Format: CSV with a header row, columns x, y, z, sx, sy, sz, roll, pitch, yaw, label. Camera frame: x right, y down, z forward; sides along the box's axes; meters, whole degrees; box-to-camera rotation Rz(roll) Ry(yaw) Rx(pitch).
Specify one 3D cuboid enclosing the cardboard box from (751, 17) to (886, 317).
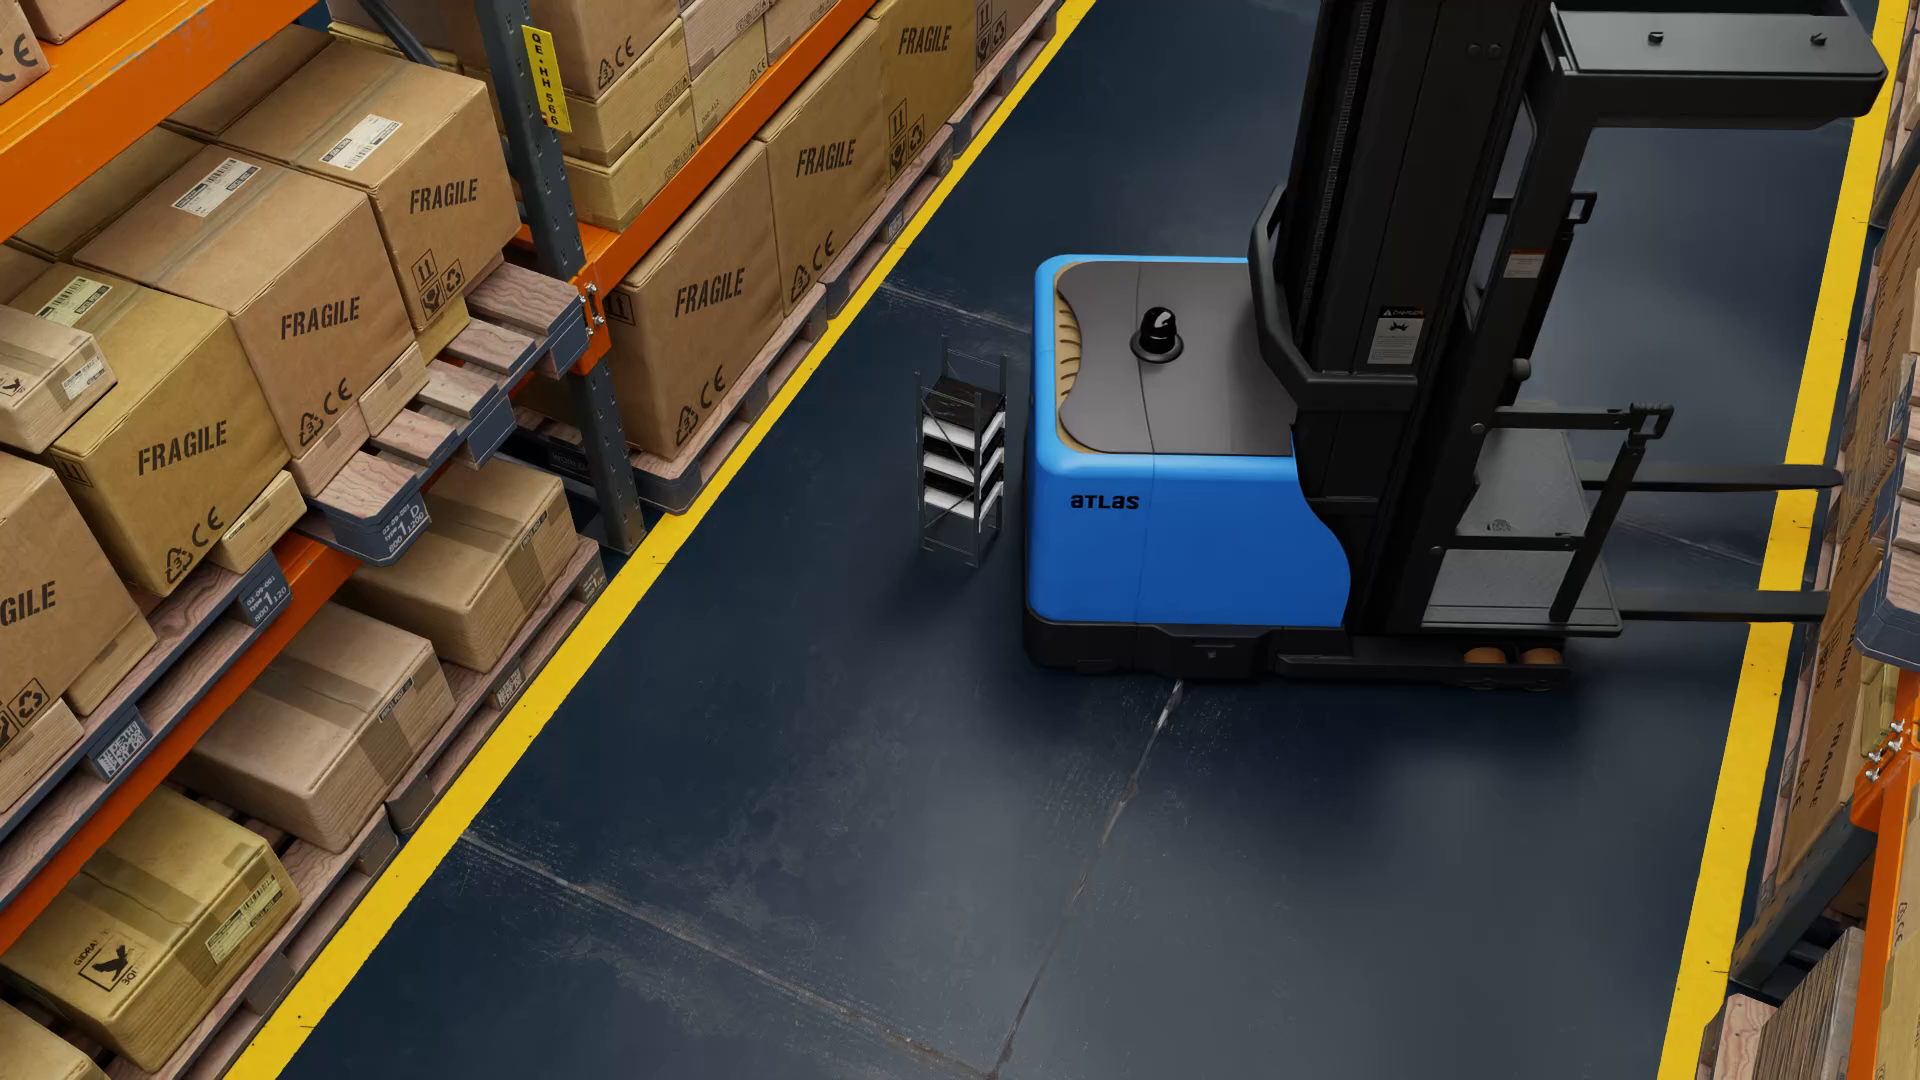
x,y,z,sx,sy,sz,roll,pitch,yaw,label
-0.902,-1.621,6.779,0.875,0.875,0.875,20,53,17,cardboard box

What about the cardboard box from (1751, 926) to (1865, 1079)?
x,y,z,sx,sy,sz,roll,pitch,yaw,label
2.554,1.559,4.238,0.875,0.625,0.625,21,53,17,cardboard box

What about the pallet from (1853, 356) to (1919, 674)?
x,y,z,sx,sy,sz,roll,pitch,yaw,label
3.059,0.073,4.345,1.213,0.211,1.003,20,52,16,pallet

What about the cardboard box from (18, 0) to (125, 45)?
x,y,z,sx,sy,sz,roll,pitch,yaw,label
-2.071,-1.467,3.494,0.700,0.500,0.500,20,52,16,cardboard box

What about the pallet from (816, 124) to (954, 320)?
x,y,z,sx,sy,sz,roll,pitch,yaw,label
-0.729,-1.564,7.442,1.003,0.211,1.213,20,52,16,pallet

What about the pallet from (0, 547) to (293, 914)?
x,y,z,sx,sy,sz,roll,pitch,yaw,label
-2.466,0.326,4.129,1.003,0.211,1.213,20,52,16,pallet

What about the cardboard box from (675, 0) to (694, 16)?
x,y,z,sx,sy,sz,roll,pitch,yaw,label
-1.022,-2.074,5.323,0.500,0.500,0.500,20,52,16,cardboard box

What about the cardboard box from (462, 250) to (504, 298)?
x,y,z,sx,sy,sz,roll,pitch,yaw,label
-1.584,-0.865,4.906,0.380,0.149,0.250,22,53,17,cardboard box

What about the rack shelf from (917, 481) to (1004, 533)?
x,y,z,sx,sy,sz,roll,pitch,yaw,label
0.003,-0.159,6.075,0.258,0.077,0.200,20,52,16,rack shelf

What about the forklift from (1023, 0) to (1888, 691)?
x,y,z,sx,sy,sz,roll,pitch,yaw,label
1.746,-0.837,5.038,3.031,2.935,1.130,1,50,1,forklift

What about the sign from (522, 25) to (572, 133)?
x,y,z,sx,sy,sz,roll,pitch,yaw,label
-1.162,-1.292,4.671,0.100,0.325,0.005,20,52,16,sign

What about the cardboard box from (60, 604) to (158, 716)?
x,y,z,sx,sy,sz,roll,pitch,yaw,label
-2.175,0.228,3.976,0.380,0.149,0.250,18,52,15,cardboard box

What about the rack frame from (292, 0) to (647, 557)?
x,y,z,sx,sy,sz,roll,pitch,yaw,label
-1.657,-1.112,5.227,1.000,3.000,0.127,20,52,16,rack frame

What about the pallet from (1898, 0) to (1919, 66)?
x,y,z,sx,sy,sz,roll,pitch,yaw,label
5.356,-2.666,8.380,1.003,0.211,1.213,20,52,16,pallet

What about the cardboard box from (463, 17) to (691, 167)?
x,y,z,sx,sy,sz,roll,pitch,yaw,label
-1.217,-1.494,5.322,0.500,0.250,0.500,19,52,16,cardboard box

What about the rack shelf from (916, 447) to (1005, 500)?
x,y,z,sx,sy,sz,roll,pitch,yaw,label
0.003,-0.276,5.937,0.258,0.077,0.200,20,52,16,rack shelf

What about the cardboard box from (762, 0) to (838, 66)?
x,y,z,sx,sy,sz,roll,pitch,yaw,label
-0.788,-2.038,6.113,0.500,0.250,0.500,21,53,17,cardboard box

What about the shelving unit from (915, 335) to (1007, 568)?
x,y,z,sx,sy,sz,roll,pitch,yaw,label
0.003,-0.297,5.912,0.258,0.900,0.210,20,52,16,shelving unit

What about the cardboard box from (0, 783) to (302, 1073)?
x,y,z,sx,sy,sz,roll,pitch,yaw,label
-2.544,1.020,4.862,0.950,0.372,0.625,21,53,17,cardboard box

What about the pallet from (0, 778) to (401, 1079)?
x,y,z,sx,sy,sz,roll,pitch,yaw,label
-2.515,1.166,5.119,1.003,0.211,1.213,20,52,16,pallet

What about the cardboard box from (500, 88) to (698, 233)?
x,y,z,sx,sy,sz,roll,pitch,yaw,label
-1.220,-1.319,5.501,0.500,0.250,0.500,19,52,15,cardboard box

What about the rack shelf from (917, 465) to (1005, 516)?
x,y,z,sx,sy,sz,roll,pitch,yaw,label
0.003,-0.217,6.006,0.258,0.077,0.200,20,52,16,rack shelf

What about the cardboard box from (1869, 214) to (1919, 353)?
x,y,z,sx,sy,sz,roll,pitch,yaw,label
3.913,-0.951,6.455,0.500,0.500,0.500,19,52,16,cardboard box

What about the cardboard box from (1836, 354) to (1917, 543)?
x,y,z,sx,sy,sz,roll,pitch,yaw,label
3.468,-0.253,5.862,0.500,0.500,0.500,18,52,15,cardboard box

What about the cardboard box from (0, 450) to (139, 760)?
x,y,z,sx,sy,sz,roll,pitch,yaw,label
-2.259,0.109,3.651,0.500,0.500,0.500,18,52,15,cardboard box

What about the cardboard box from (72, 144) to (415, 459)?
x,y,z,sx,sy,sz,roll,pitch,yaw,label
-1.811,-0.614,4.266,0.500,0.500,0.500,19,52,16,cardboard box

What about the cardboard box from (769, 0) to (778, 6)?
x,y,z,sx,sy,sz,roll,pitch,yaw,label
-0.771,-2.189,5.913,0.500,0.250,0.500,20,52,16,cardboard box

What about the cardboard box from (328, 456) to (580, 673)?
x,y,z,sx,sy,sz,roll,pitch,yaw,label
-1.907,-0.011,5.740,0.950,0.372,0.625,17,52,14,cardboard box

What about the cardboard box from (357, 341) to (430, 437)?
x,y,z,sx,sy,sz,roll,pitch,yaw,label
-1.700,-0.469,4.568,0.380,0.149,0.250,19,52,16,cardboard box

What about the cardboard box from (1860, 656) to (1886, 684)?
x,y,z,sx,sy,sz,roll,pitch,yaw,label
2.903,0.343,4.928,0.380,0.149,0.250,17,52,14,cardboard box

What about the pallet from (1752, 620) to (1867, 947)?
x,y,z,sx,sy,sz,roll,pitch,yaw,label
3.186,0.902,5.344,1.003,0.211,1.213,20,52,16,pallet

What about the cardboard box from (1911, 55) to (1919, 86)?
x,y,z,sx,sy,sz,roll,pitch,yaw,label
4.666,-2.229,7.697,0.396,0.266,0.258,22,53,17,cardboard box

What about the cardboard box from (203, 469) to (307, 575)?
x,y,z,sx,sy,sz,roll,pitch,yaw,label
-1.920,-0.104,4.258,0.380,0.149,0.250,21,53,17,cardboard box

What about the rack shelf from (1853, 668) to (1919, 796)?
x,y,z,sx,sy,sz,roll,pitch,yaw,label
3.687,-0.644,5.301,1.077,0.370,4.000,20,52,16,rack shelf

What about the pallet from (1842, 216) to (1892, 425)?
x,y,z,sx,sy,sz,roll,pitch,yaw,label
4.228,-0.778,6.774,1.003,0.211,1.213,20,52,16,pallet

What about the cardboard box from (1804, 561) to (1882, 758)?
x,y,z,sx,sy,sz,roll,pitch,yaw,label
3.042,0.472,5.245,0.500,0.500,0.500,19,52,16,cardboard box

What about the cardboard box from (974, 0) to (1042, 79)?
x,y,z,sx,sy,sz,roll,pitch,yaw,label
-0.141,-2.861,7.835,0.875,0.875,0.875,21,53,17,cardboard box

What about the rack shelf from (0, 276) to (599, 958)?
x,y,z,sx,sy,sz,roll,pitch,yaw,label
-2.511,0.498,4.329,1.077,0.370,4.000,20,52,16,rack shelf

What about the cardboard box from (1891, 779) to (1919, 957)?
x,y,z,sx,sy,sz,roll,pitch,yaw,label
2.422,0.775,3.720,0.500,0.250,0.500,20,52,16,cardboard box

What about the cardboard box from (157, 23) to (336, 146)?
x,y,z,sx,sy,sz,roll,pitch,yaw,label
-2.058,-1.143,4.716,0.500,0.500,0.500,18,52,15,cardboard box

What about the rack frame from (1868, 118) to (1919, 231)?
x,y,z,sx,sy,sz,roll,pitch,yaw,label
4.541,-2.254,6.199,1.000,3.000,0.127,20,52,16,rack frame

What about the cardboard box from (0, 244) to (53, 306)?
x,y,z,sx,sy,sz,roll,pitch,yaw,label
-2.495,-0.414,4.096,0.500,0.500,0.500,21,53,17,cardboard box

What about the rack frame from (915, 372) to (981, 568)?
x,y,z,sx,sy,sz,roll,pitch,yaw,label
-0.040,-0.227,5.852,0.240,0.900,0.006,20,52,16,rack frame
